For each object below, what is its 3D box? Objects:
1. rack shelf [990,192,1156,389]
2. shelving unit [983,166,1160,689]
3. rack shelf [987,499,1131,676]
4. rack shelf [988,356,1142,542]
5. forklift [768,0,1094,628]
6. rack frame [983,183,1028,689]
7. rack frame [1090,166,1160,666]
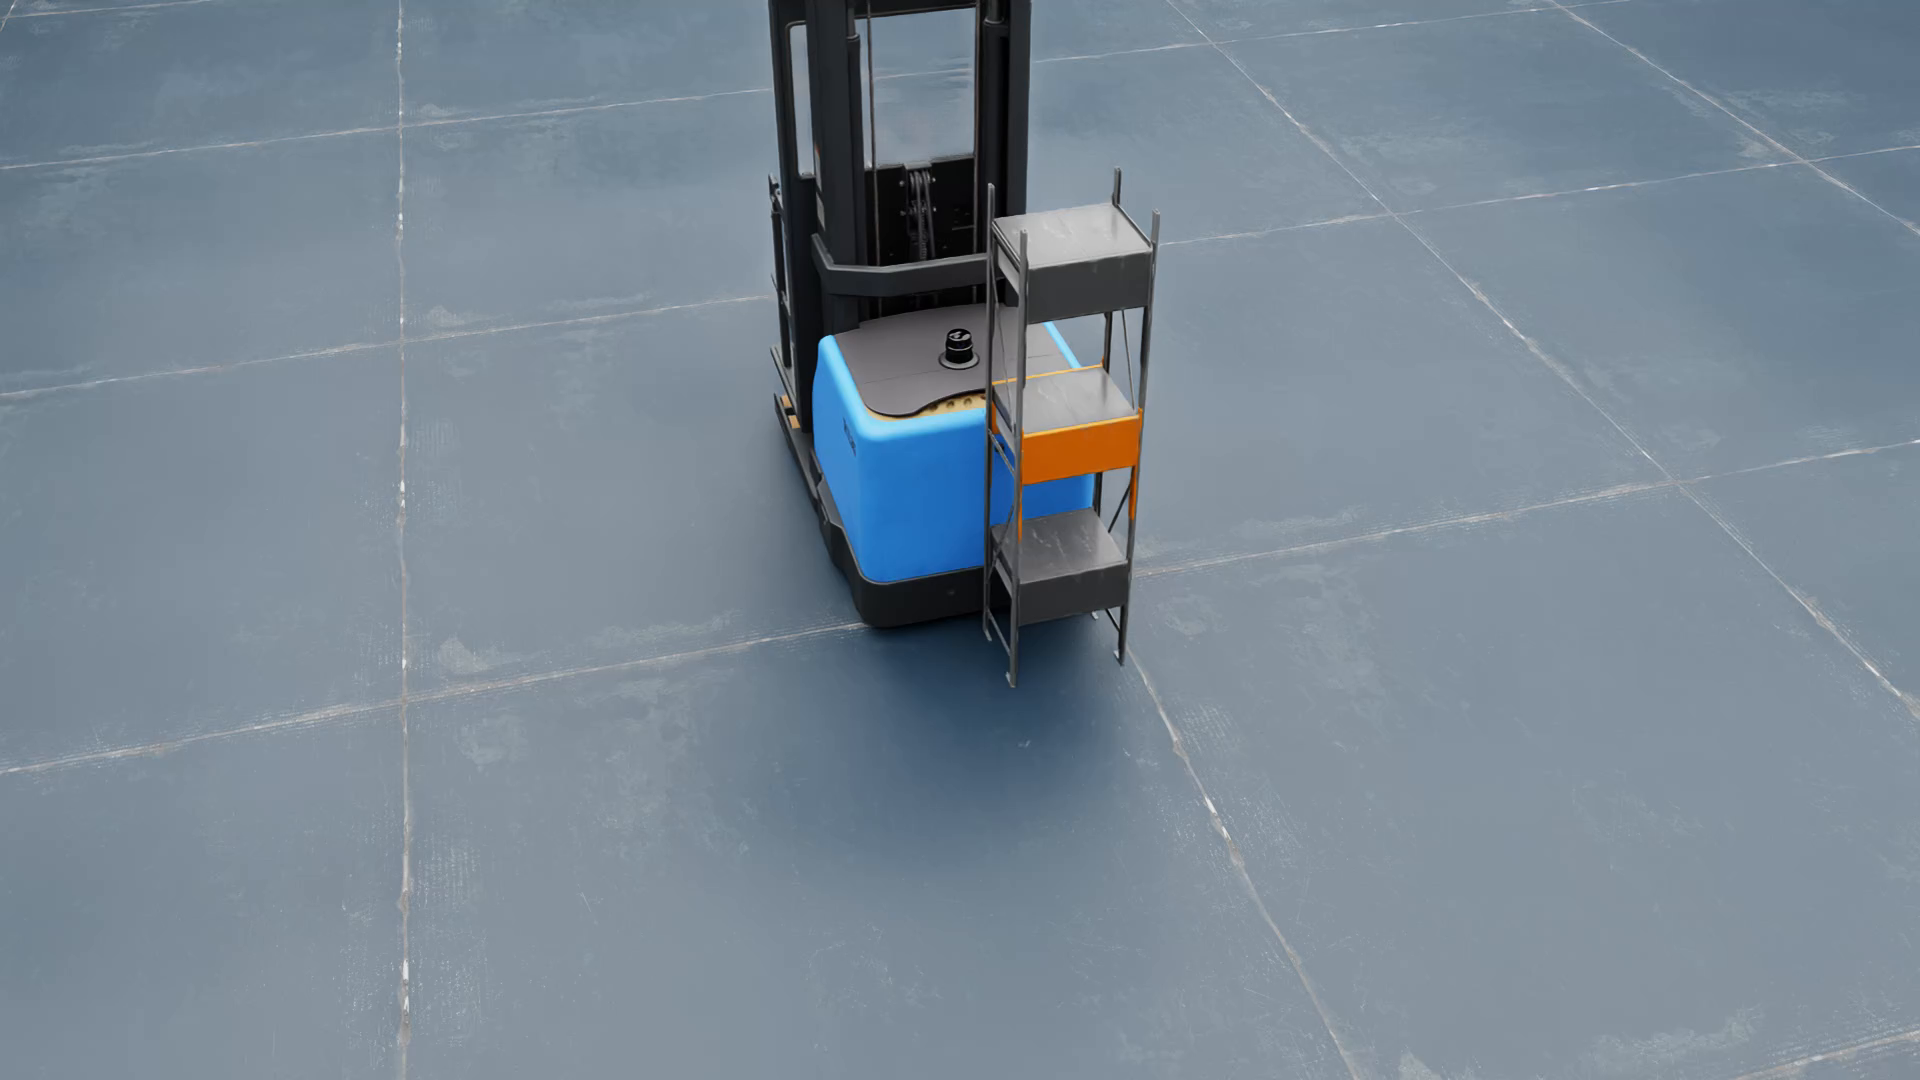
[{"bbox_3d":[0.398,-0.917,6.091,0.480,0.518,0.431,-11,39,-13],"label":"rack shelf"},{"bbox_3d":[0.398,-0.372,6.508,0.503,2.100,0.431,-11,39,-13],"label":"shelving unit"},{"bbox_3d":[0.398,0.195,6.942,0.480,0.518,0.431,-11,39,-13],"label":"rack shelf"},{"bbox_3d":[0.398,-0.361,6.516,0.480,0.518,0.431,-11,39,-13],"label":"rack shelf"},{"bbox_3d":[-0.314,-1.687,7.542,1.130,2.935,3.031,-10,39,-13],"label":"forklift"},{"bbox_3d":[0.165,-0.329,6.451,0.015,2.100,0.400,-11,39,-13],"label":"rack frame"},{"bbox_3d":[0.631,-0.416,6.565,0.015,2.100,0.400,-11,39,-13],"label":"rack frame"}]
